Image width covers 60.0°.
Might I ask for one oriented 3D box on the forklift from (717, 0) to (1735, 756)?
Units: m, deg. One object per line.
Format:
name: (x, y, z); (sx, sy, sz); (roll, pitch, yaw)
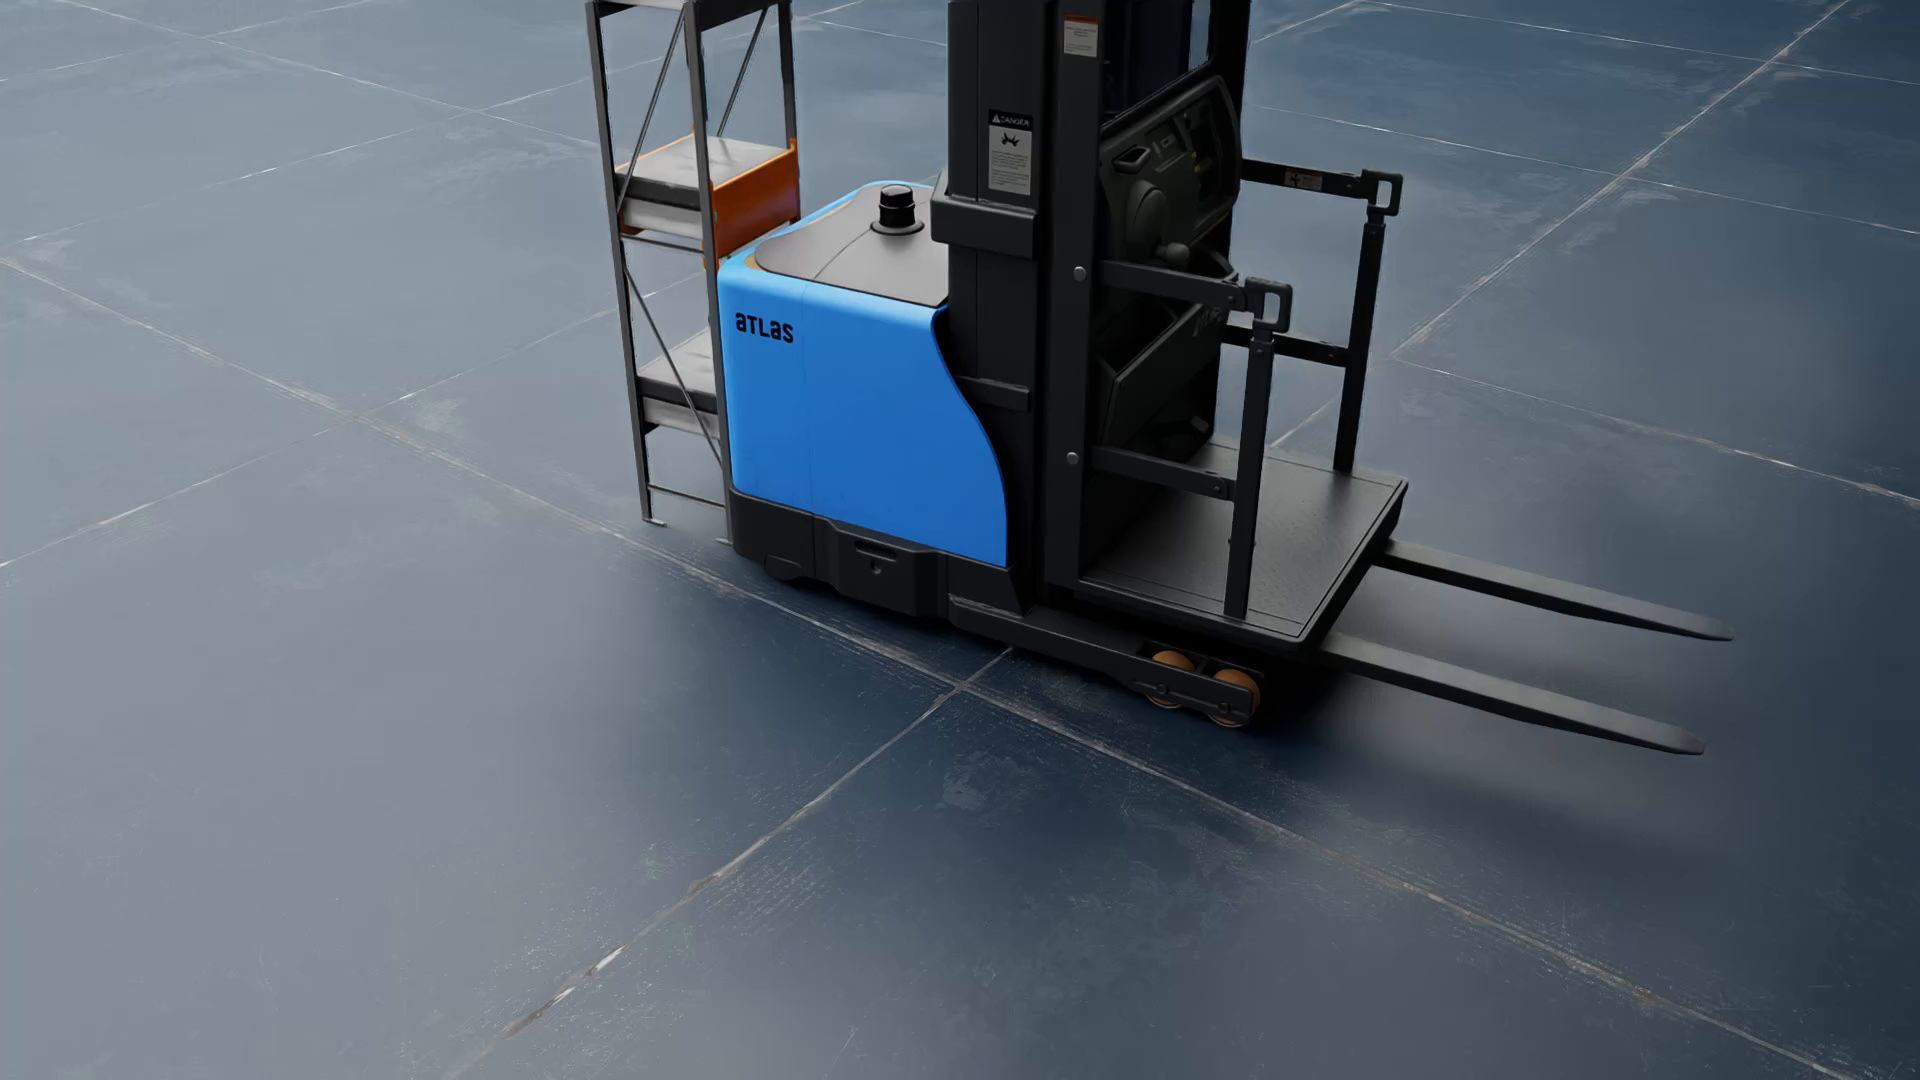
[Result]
forklift: (0.781, -1.027, 4.607); (3.031, 2.935, 1.130); (16, 34, 24)

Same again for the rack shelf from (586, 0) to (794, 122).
rack shelf: (-0.825, -1.627, 5.089); (0.431, 0.518, 0.480); (15, 34, 24)

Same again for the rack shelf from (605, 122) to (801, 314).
rack shelf: (-0.825, -1.024, 5.446); (0.431, 0.518, 0.480); (15, 34, 24)

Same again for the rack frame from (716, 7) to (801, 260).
rack frame: (-0.711, -1.146, 5.624); (0.400, 2.100, 0.015); (15, 34, 24)

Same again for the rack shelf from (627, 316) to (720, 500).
rack shelf: (-0.825, -0.422, 5.803); (0.431, 0.518, 0.480); (15, 34, 24)

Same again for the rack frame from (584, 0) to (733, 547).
rack frame: (-0.939, -0.926, 5.253); (0.400, 2.100, 0.015); (15, 34, 24)

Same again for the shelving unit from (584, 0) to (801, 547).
shelving unit: (-0.825, -1.036, 5.439); (0.431, 2.100, 0.503); (15, 34, 24)
